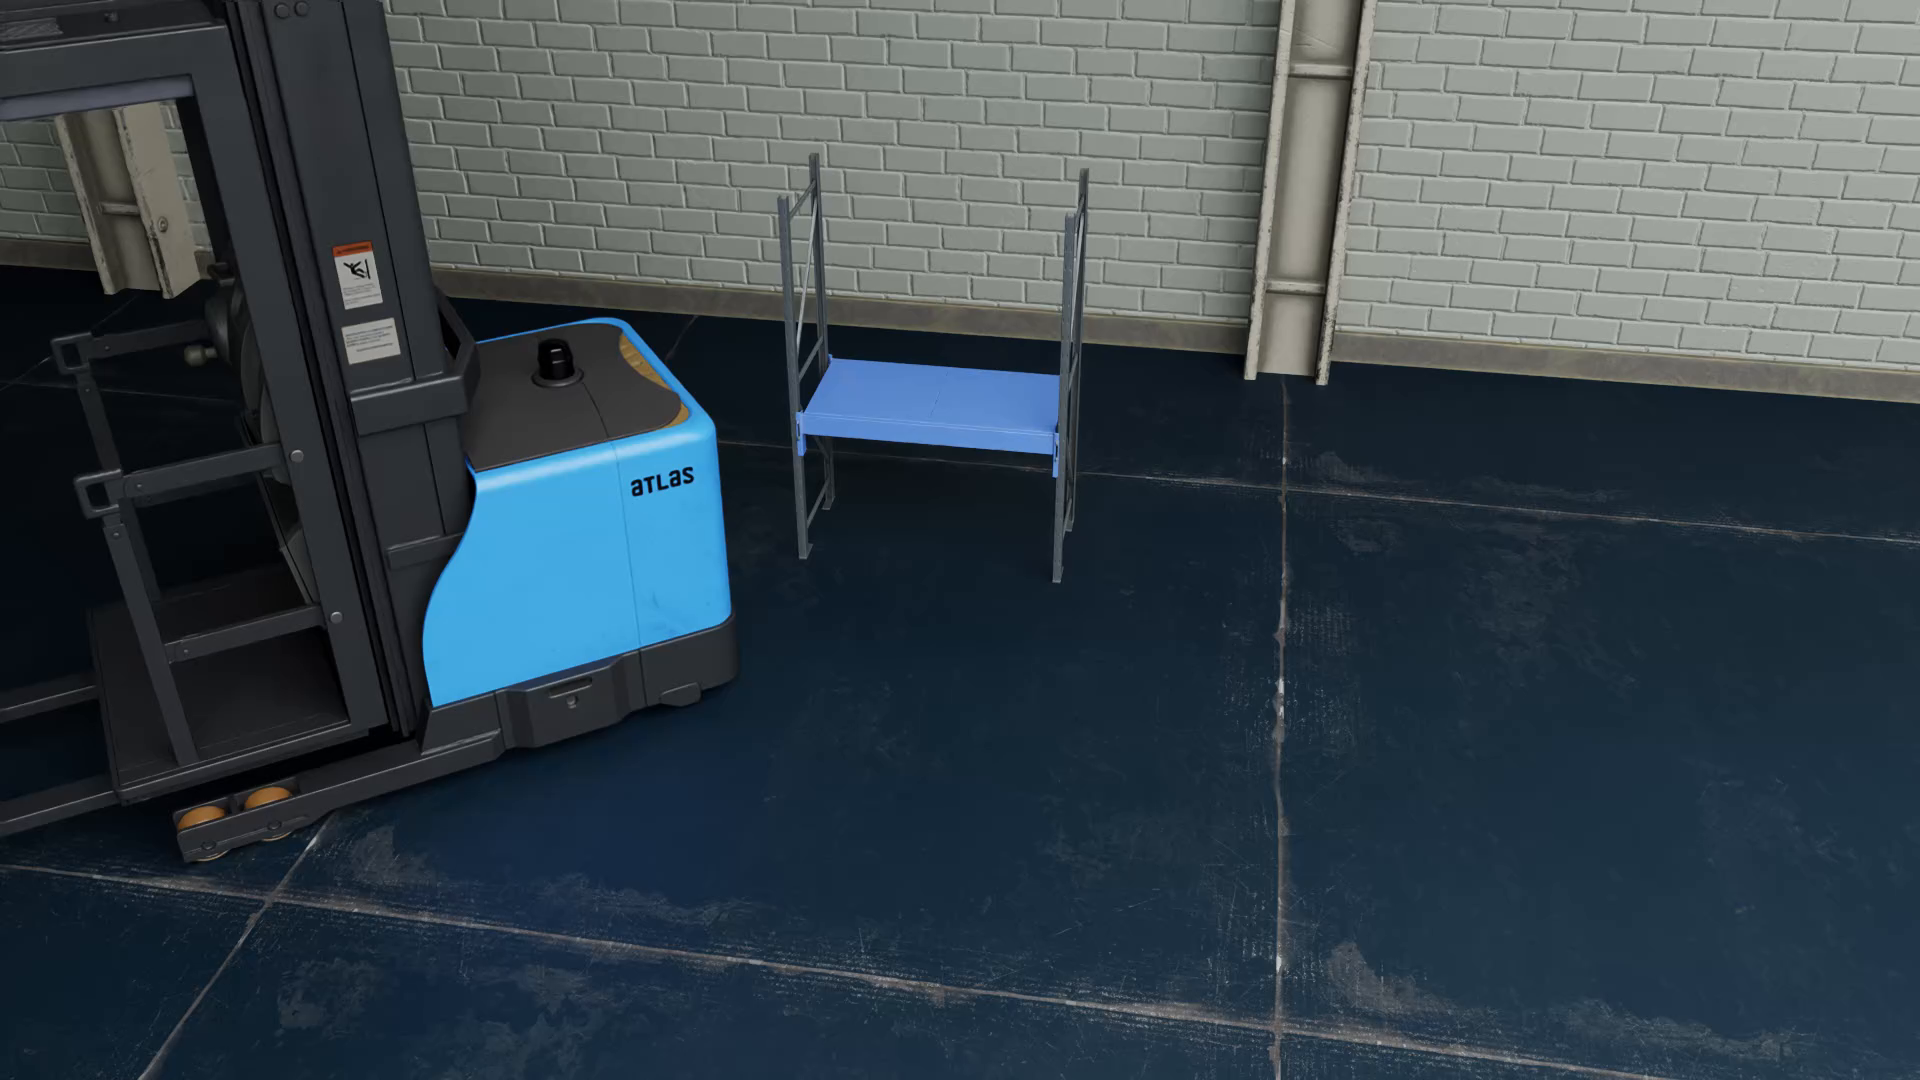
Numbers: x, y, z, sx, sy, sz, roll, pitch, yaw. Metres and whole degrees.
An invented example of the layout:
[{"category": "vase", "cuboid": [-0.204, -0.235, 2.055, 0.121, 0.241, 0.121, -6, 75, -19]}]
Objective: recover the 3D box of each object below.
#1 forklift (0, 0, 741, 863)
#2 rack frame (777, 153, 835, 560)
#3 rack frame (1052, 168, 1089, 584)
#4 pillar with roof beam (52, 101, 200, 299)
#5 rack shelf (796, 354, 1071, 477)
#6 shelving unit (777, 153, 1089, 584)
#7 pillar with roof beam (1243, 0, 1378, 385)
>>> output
[{"category": "forklift", "cuboid": [-2.323, -0.569, 4.896, 3.031, 2.935, 1.130, -16, 35, -24]}, {"category": "rack frame", "cuboid": [-0.585, -0.689, 6.437, 0.032, 1.500, 0.500, 5, 32, 8]}, {"category": "rack frame", "cuboid": [0.417, -0.598, 6.292, 0.032, 1.500, 0.500, 5, 32, 8]}, {"category": "pillar with roof beam", "cuboid": [-5.056, -2.935, 2.957, 0.400, 9.000, 9.100, 5, 32, 8]}, {"category": "rack shelf", "cuboid": [-0.084, -0.491, 6.460, 1.000, 0.185, 0.538, 5, 32, 8]}, {"category": "shelving unit", "cuboid": [-0.084, -0.643, 6.364, 1.048, 1.500, 0.538, 5, 32, 8]}, {"category": "pillar with roof beam", "cuboid": [0.858, -2.399, 2.101, 0.400, 9.000, 9.100, 5, 32, 8]}]
